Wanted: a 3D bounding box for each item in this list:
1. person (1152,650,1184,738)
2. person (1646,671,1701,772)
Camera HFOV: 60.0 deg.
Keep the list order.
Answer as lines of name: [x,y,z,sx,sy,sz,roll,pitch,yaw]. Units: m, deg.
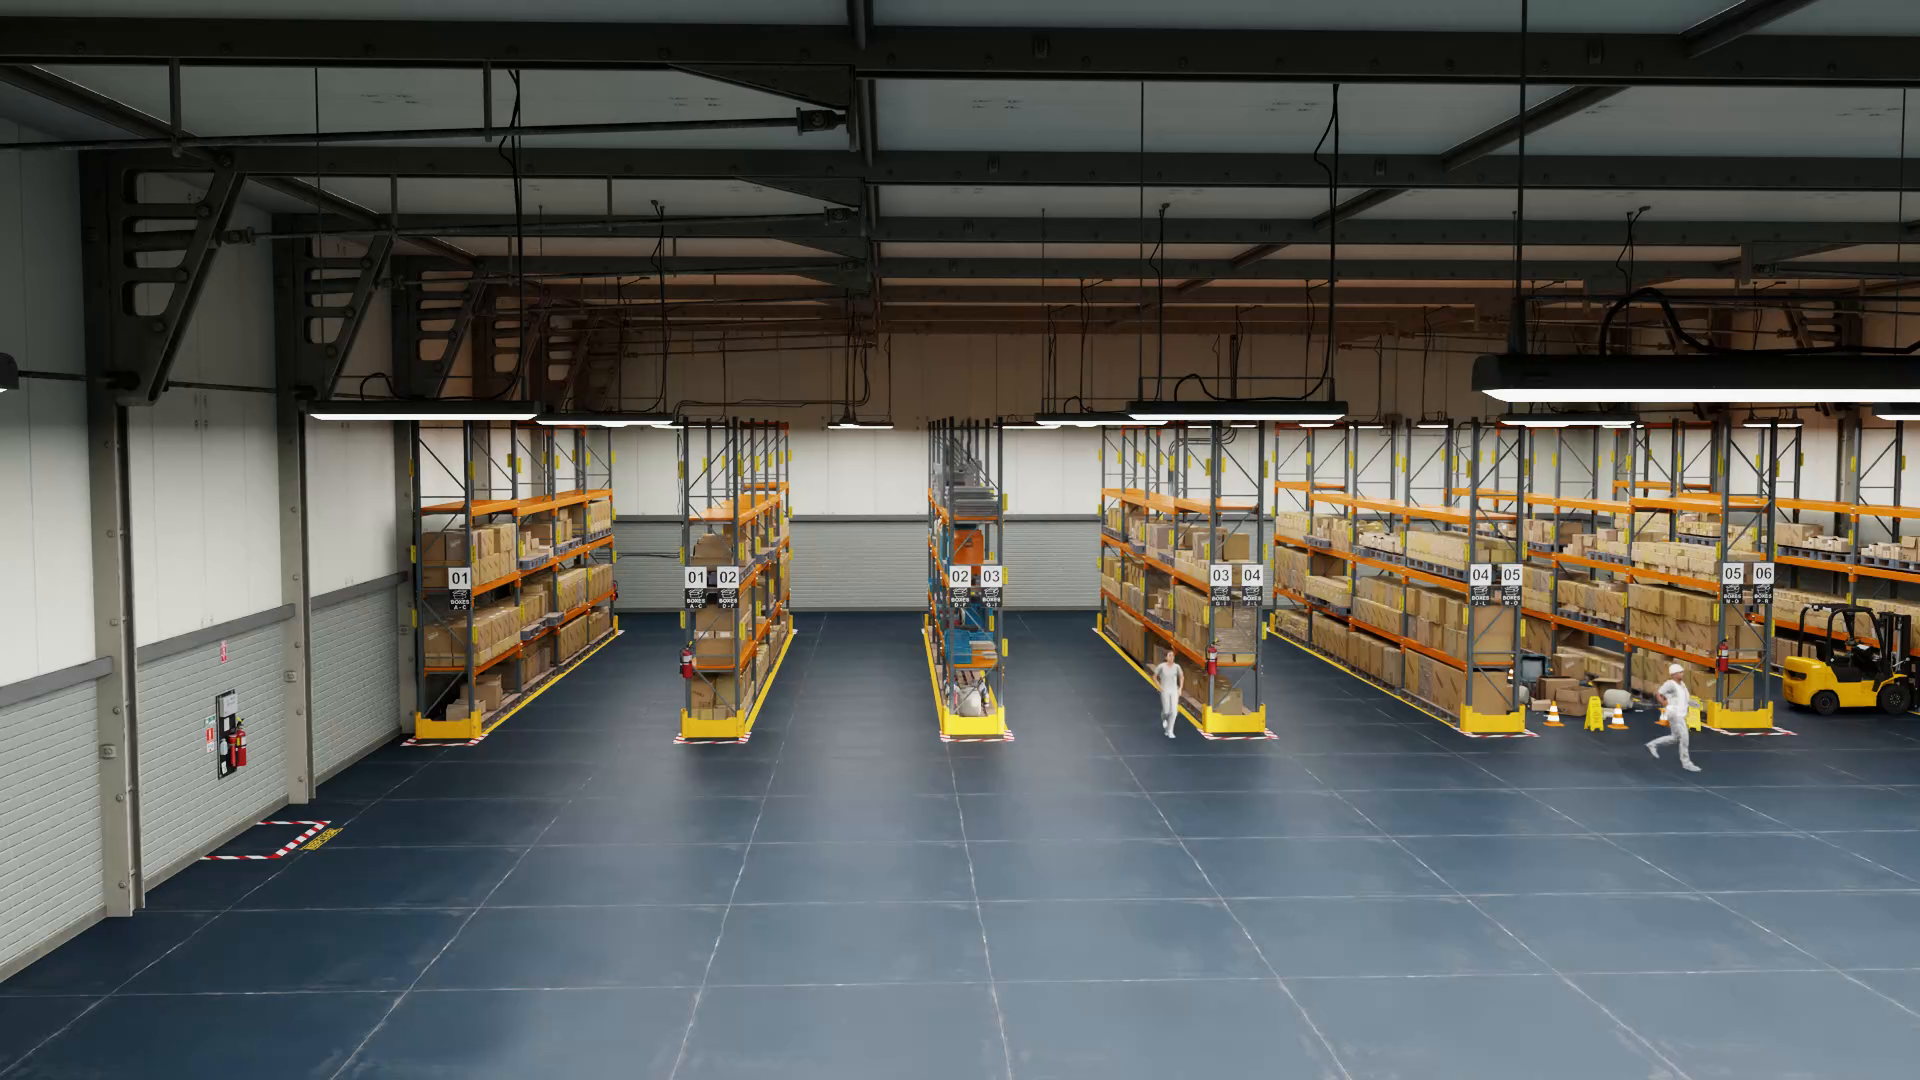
person: [3.926,2.874,31.316,0.599,1.639,0.571,0,4,-5]
person: [12.133,3.014,28.254,0.941,1.748,0.682,3,5,40]
